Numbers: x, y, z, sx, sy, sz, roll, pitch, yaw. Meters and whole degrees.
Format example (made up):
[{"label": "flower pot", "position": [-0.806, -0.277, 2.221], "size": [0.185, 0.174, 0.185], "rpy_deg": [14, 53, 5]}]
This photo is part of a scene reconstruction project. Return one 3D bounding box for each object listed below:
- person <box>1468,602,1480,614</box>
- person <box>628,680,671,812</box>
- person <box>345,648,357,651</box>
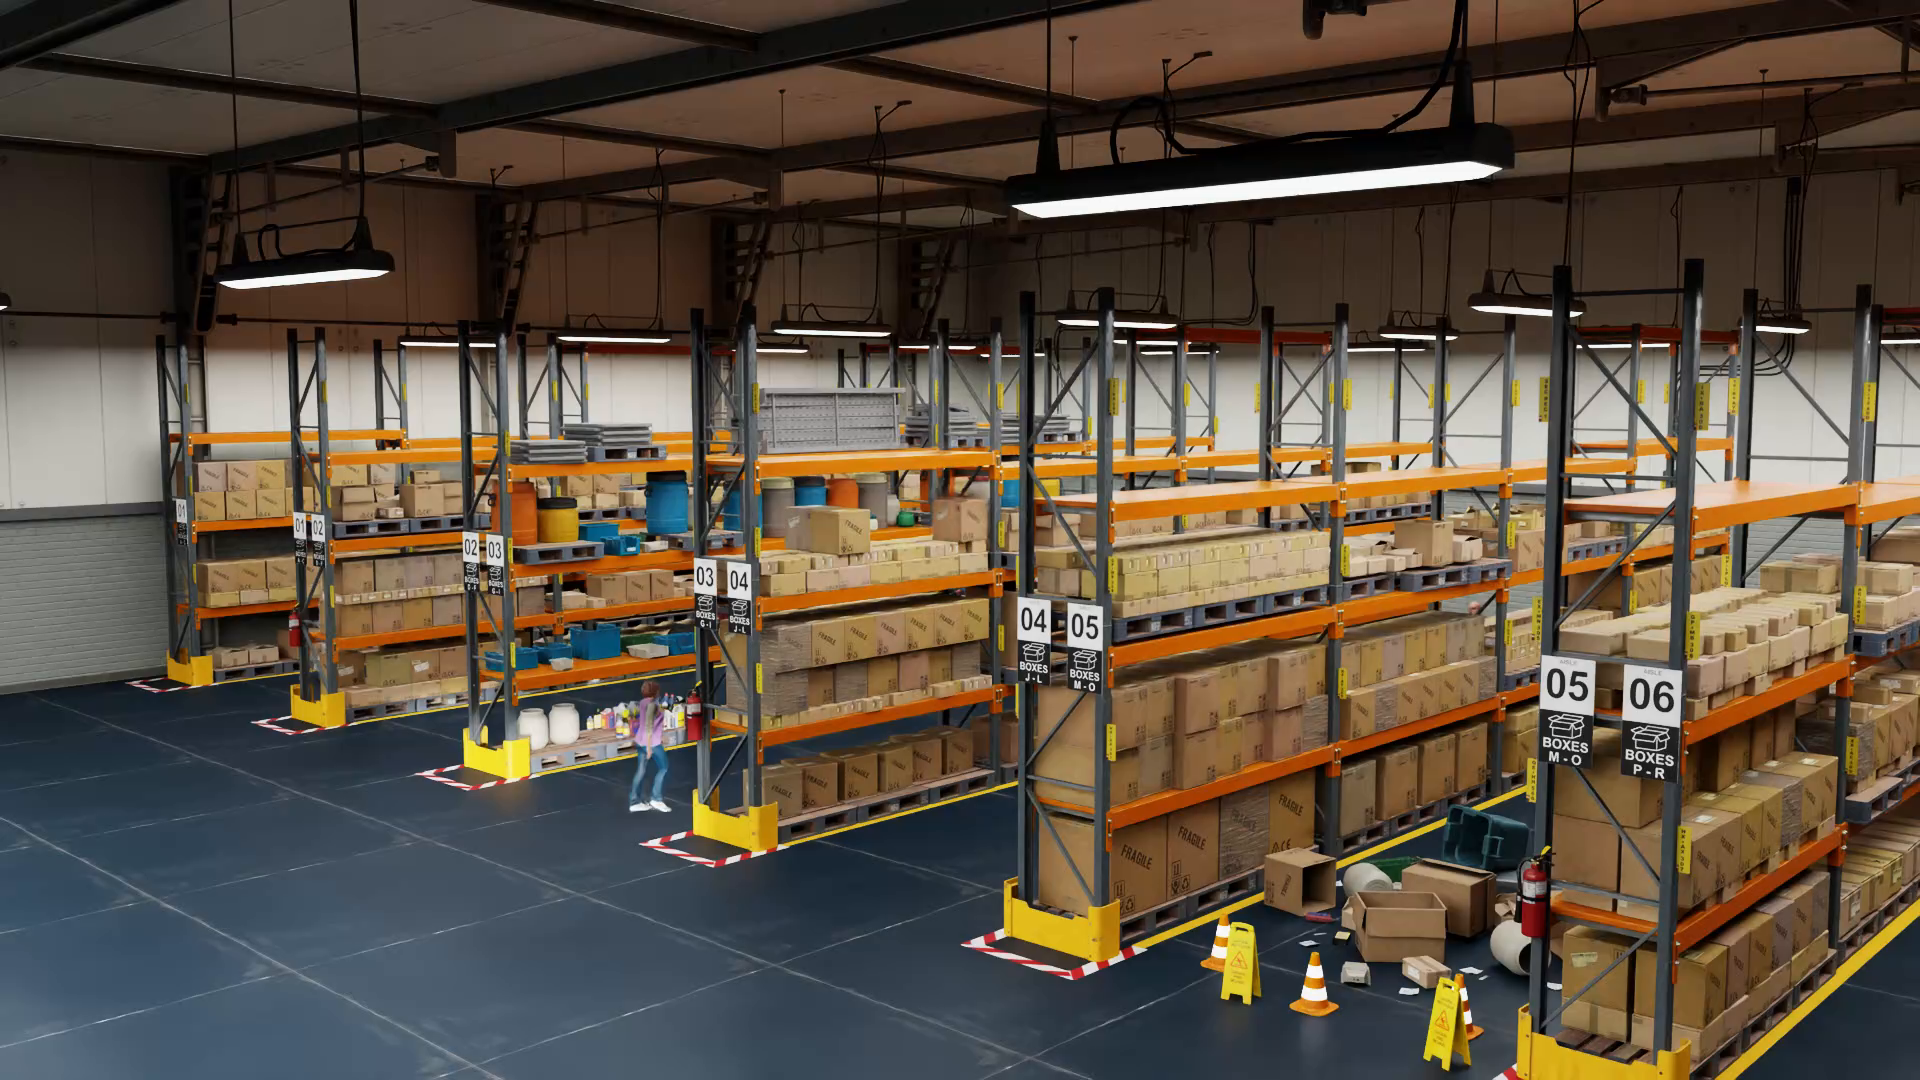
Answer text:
[{"label": "person", "position": [8.178, 1.819, 26.570], "size": [0.558, 1.654, 1.070], "rpy_deg": [4, 7, 38]}, {"label": "person", "position": [-3.796, 2.493, 20.097], "size": [0.511, 1.609, 0.429], "rpy_deg": [-4, 7, -38]}, {"label": "person", "position": [-10.850, 1.534, 29.077], "size": [0.495, 1.772, 0.543], "rpy_deg": [-4, 6, -33]}]
